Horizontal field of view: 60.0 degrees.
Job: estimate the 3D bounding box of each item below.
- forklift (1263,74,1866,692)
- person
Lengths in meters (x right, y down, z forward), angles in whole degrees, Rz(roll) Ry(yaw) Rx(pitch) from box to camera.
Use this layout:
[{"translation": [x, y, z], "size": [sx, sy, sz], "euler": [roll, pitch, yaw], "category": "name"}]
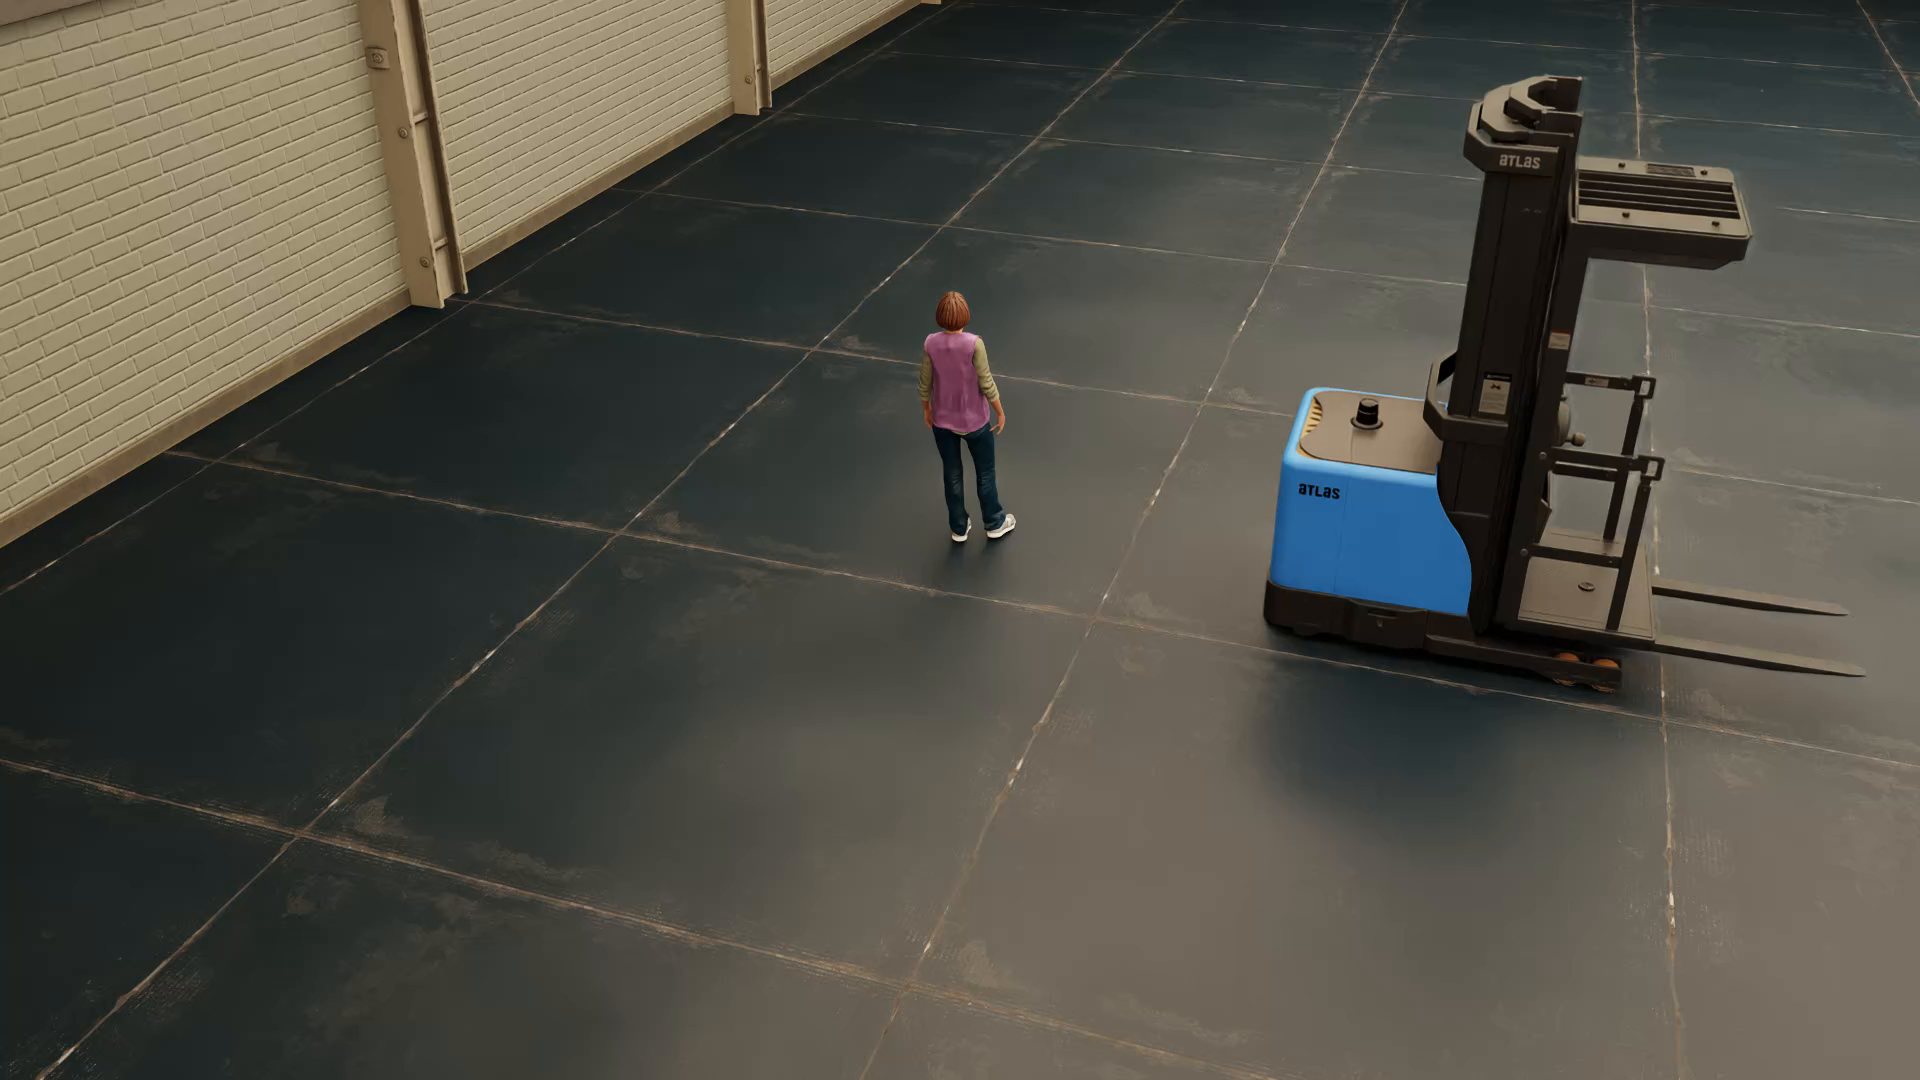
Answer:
[{"translation": [3.257, -0.776, 8.498], "size": [3.031, 2.935, 1.130], "euler": [9, 31, 15], "category": "forklift"}, {"translation": [0.038, -0.733, 9.754], "size": [0.520, 1.599, 0.473], "euler": [10, 31, 16], "category": "person"}]
